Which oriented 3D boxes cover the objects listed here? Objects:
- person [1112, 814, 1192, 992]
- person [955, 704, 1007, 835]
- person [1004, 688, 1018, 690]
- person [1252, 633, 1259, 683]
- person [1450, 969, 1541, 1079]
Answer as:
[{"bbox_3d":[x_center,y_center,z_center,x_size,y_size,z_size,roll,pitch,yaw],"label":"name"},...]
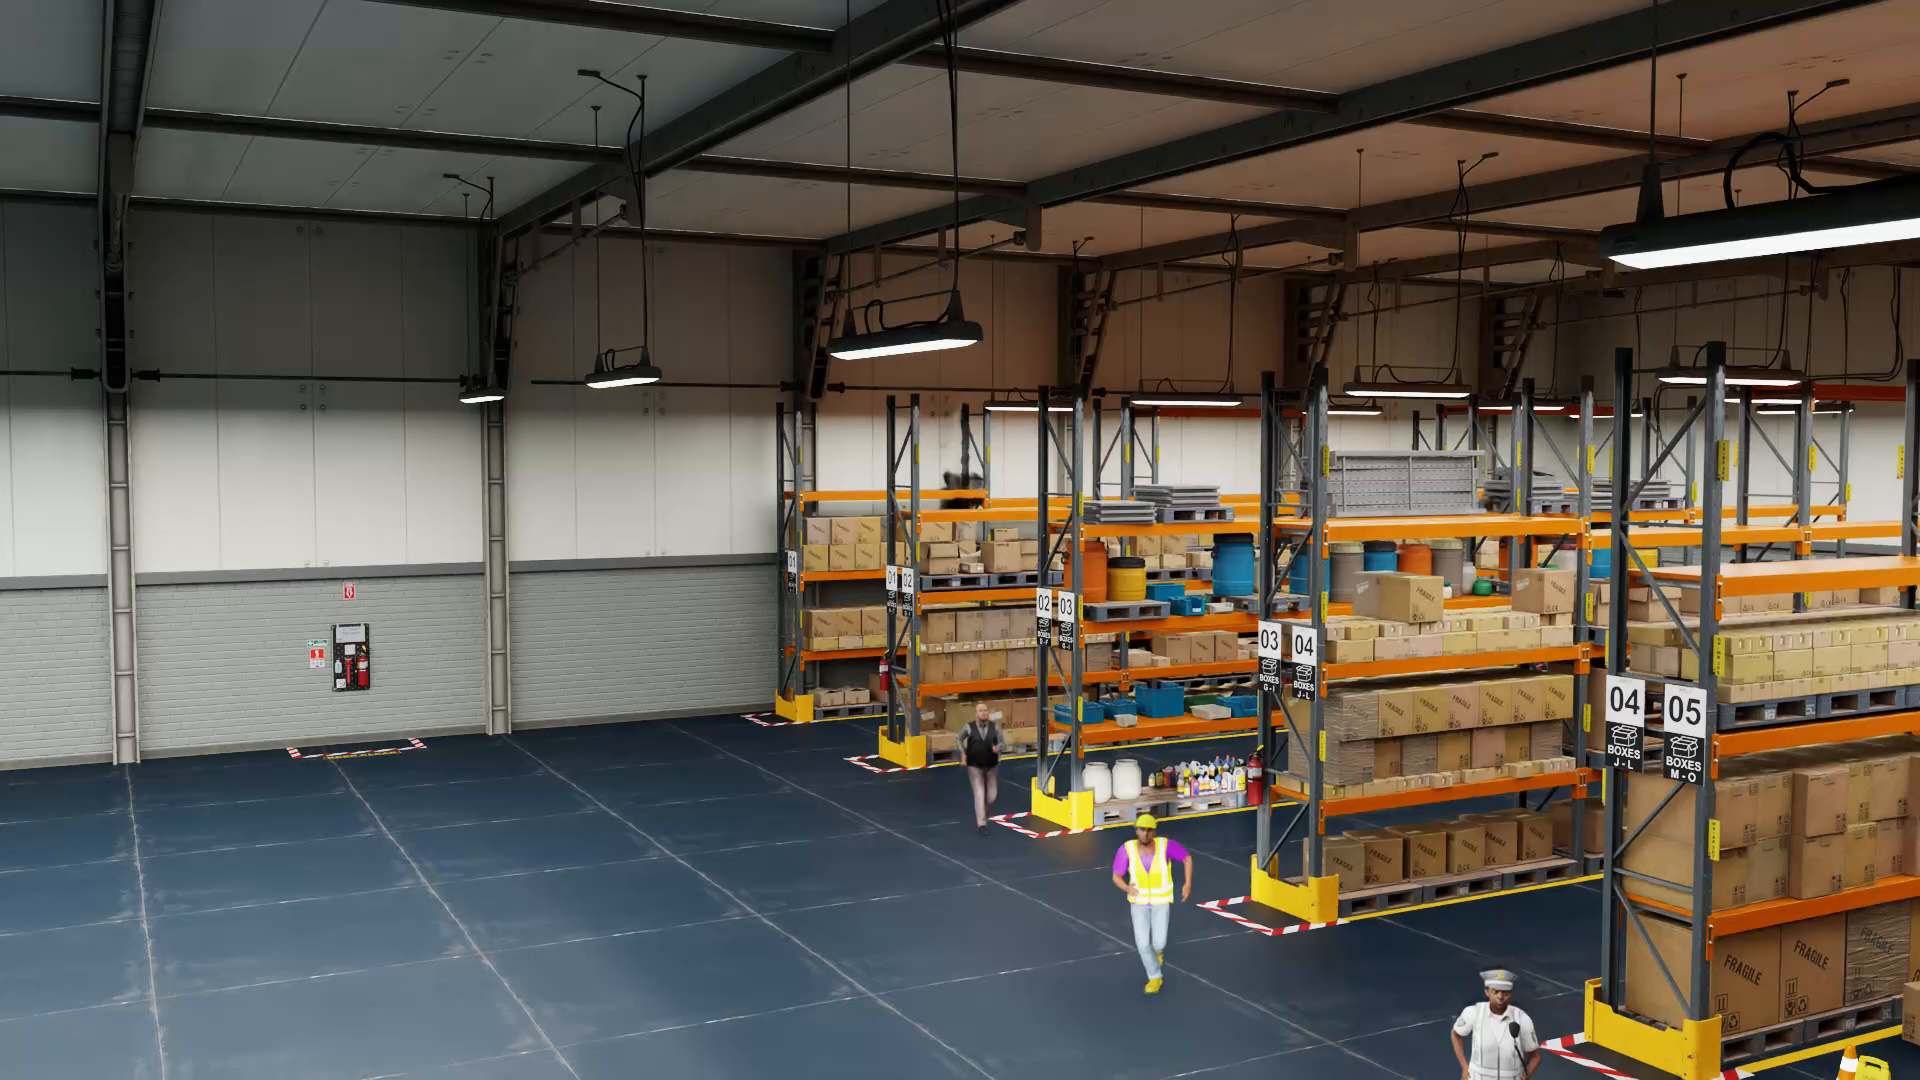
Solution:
[{"bbox_3d":[1.805,3.429,15.659,0.749,1.707,0.626,1,3,9],"label":"person"},{"bbox_3d":[0.293,3.045,22.313,0.672,1.702,0.922,-1,3,-11],"label":"person"},{"bbox_3d":[0.916,2.290,29.926,0.844,1.821,0.610,-2,4,-26],"label":"person"},{"bbox_3d":[5.982,2.537,32.743,0.567,1.548,0.535,-2,4,-26],"label":"person"},{"bbox_3d":[3.593,3.701,11.181,0.560,1.699,0.806,1,3,13],"label":"person"}]
